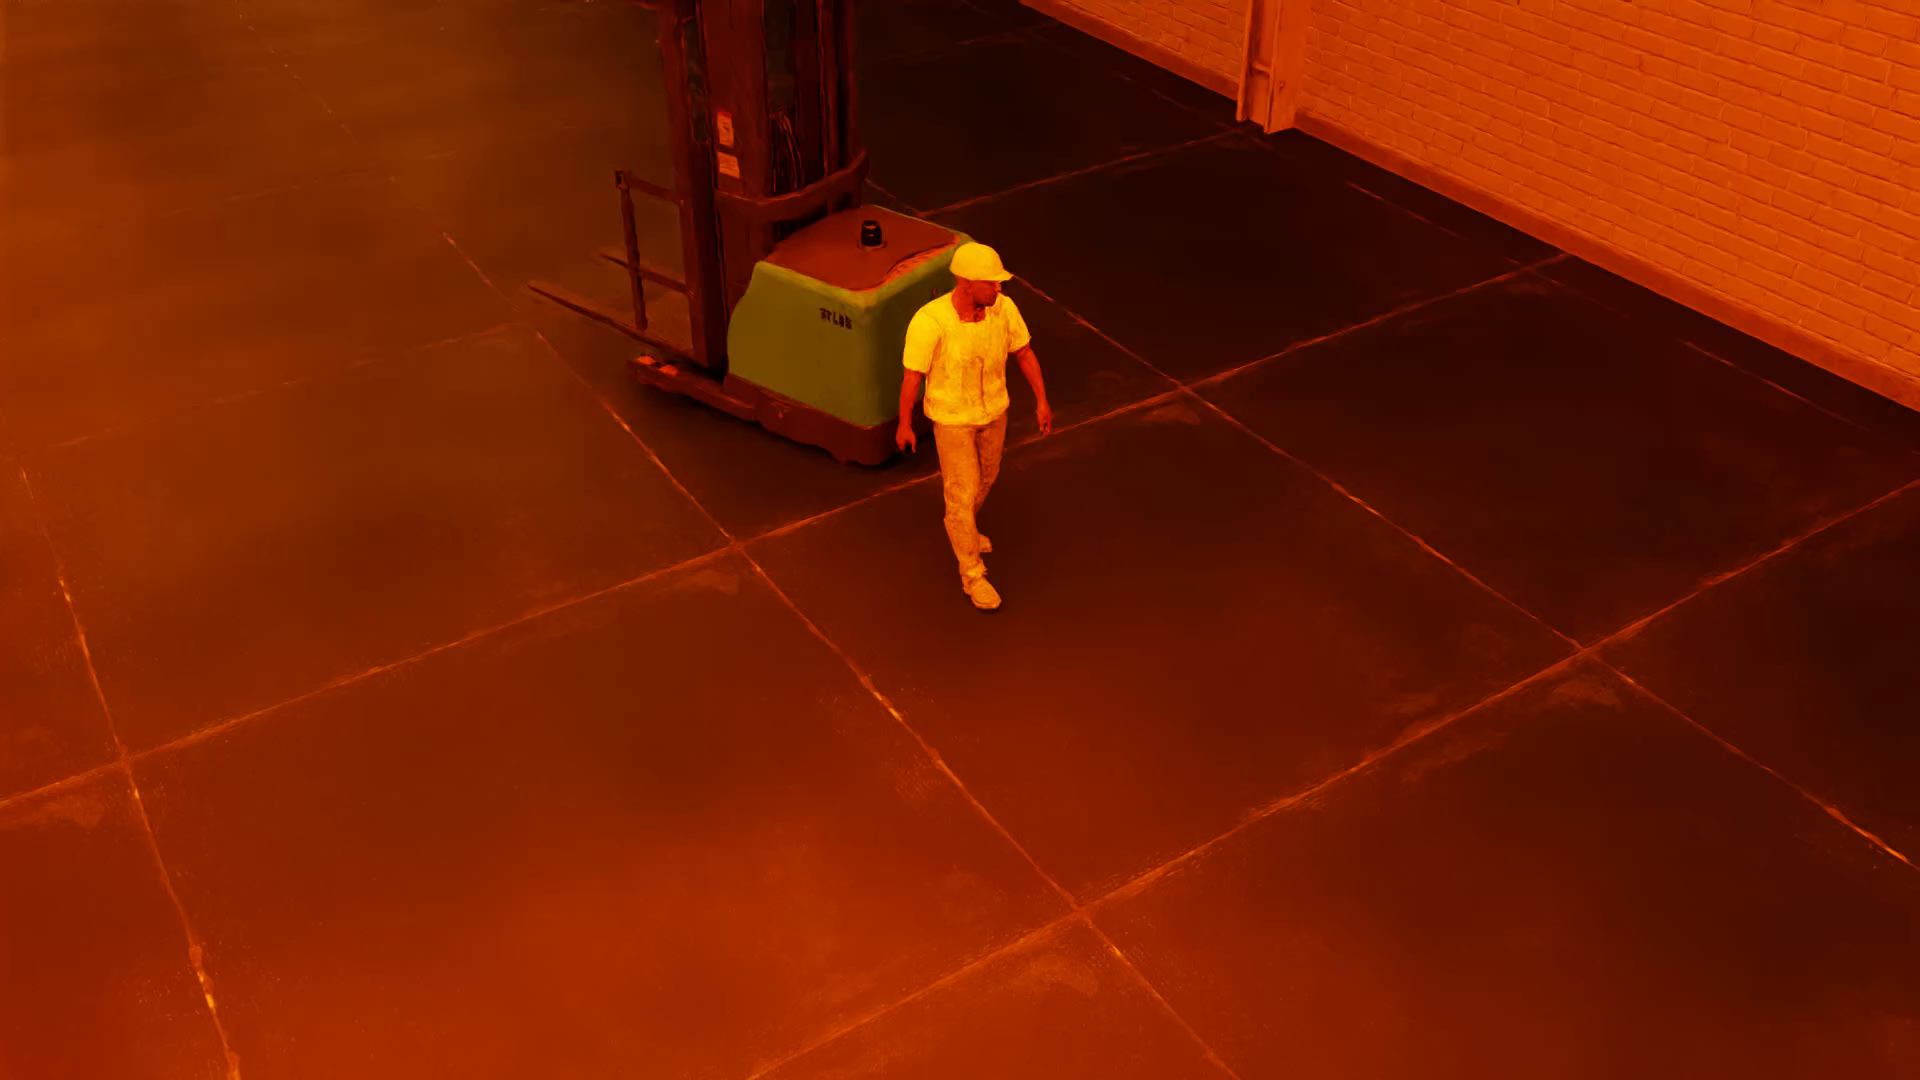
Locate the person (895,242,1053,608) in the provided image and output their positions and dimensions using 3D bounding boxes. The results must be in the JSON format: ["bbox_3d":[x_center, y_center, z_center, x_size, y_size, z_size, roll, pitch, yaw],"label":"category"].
[{"bbox_3d":[0.110,-0.570,8.001,0.725,1.742,0.762,-23,41,-29],"label":"person"}]

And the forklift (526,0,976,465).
[{"bbox_3d":[-1.374,-2.294,9.413,3.031,2.935,1.130,23,41,29],"label":"forklift"}]
